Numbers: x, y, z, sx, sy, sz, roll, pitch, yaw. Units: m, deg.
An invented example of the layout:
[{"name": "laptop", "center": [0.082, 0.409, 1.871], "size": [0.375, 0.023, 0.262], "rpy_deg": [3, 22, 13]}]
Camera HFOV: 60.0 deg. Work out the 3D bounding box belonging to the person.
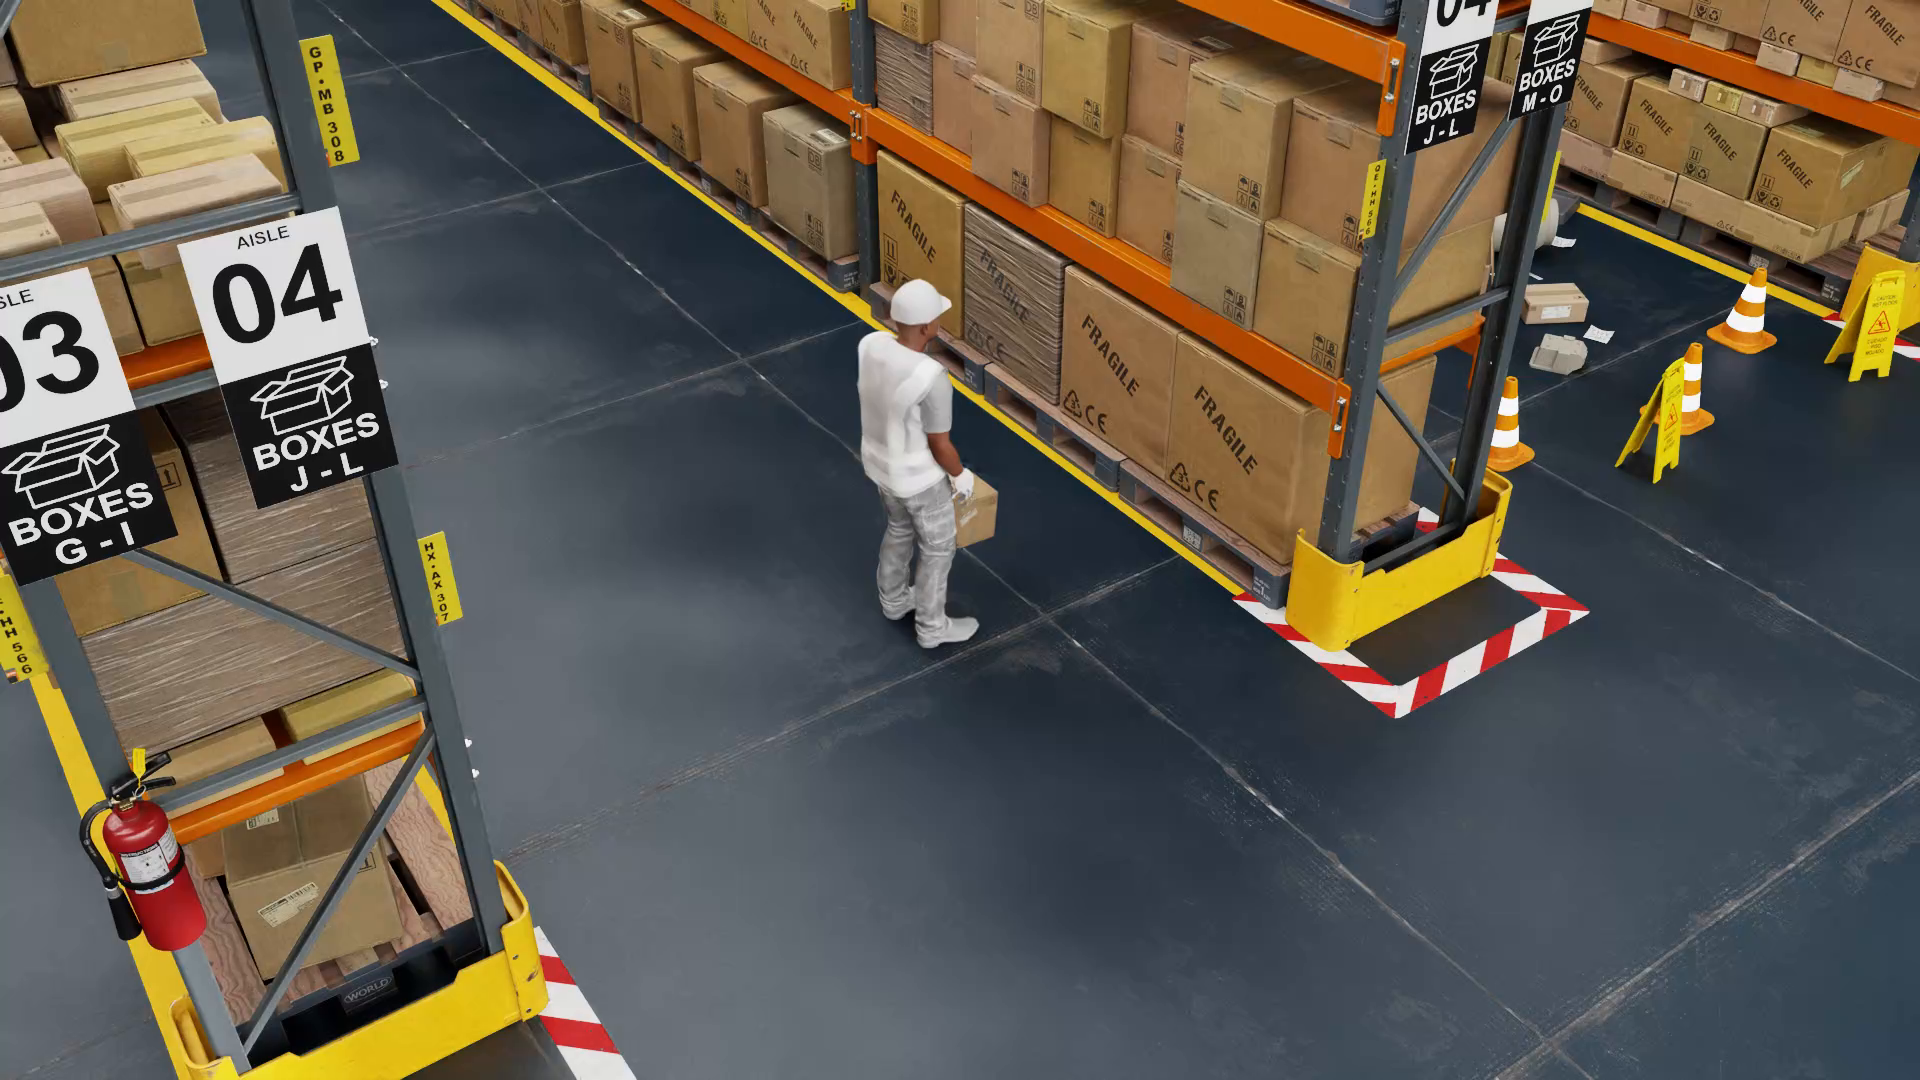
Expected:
[{"name": "person", "center": [-0.211, -0.333, 7.446], "size": [0.411, 1.780, 0.575], "rpy_deg": [-24, 42, -29]}]
